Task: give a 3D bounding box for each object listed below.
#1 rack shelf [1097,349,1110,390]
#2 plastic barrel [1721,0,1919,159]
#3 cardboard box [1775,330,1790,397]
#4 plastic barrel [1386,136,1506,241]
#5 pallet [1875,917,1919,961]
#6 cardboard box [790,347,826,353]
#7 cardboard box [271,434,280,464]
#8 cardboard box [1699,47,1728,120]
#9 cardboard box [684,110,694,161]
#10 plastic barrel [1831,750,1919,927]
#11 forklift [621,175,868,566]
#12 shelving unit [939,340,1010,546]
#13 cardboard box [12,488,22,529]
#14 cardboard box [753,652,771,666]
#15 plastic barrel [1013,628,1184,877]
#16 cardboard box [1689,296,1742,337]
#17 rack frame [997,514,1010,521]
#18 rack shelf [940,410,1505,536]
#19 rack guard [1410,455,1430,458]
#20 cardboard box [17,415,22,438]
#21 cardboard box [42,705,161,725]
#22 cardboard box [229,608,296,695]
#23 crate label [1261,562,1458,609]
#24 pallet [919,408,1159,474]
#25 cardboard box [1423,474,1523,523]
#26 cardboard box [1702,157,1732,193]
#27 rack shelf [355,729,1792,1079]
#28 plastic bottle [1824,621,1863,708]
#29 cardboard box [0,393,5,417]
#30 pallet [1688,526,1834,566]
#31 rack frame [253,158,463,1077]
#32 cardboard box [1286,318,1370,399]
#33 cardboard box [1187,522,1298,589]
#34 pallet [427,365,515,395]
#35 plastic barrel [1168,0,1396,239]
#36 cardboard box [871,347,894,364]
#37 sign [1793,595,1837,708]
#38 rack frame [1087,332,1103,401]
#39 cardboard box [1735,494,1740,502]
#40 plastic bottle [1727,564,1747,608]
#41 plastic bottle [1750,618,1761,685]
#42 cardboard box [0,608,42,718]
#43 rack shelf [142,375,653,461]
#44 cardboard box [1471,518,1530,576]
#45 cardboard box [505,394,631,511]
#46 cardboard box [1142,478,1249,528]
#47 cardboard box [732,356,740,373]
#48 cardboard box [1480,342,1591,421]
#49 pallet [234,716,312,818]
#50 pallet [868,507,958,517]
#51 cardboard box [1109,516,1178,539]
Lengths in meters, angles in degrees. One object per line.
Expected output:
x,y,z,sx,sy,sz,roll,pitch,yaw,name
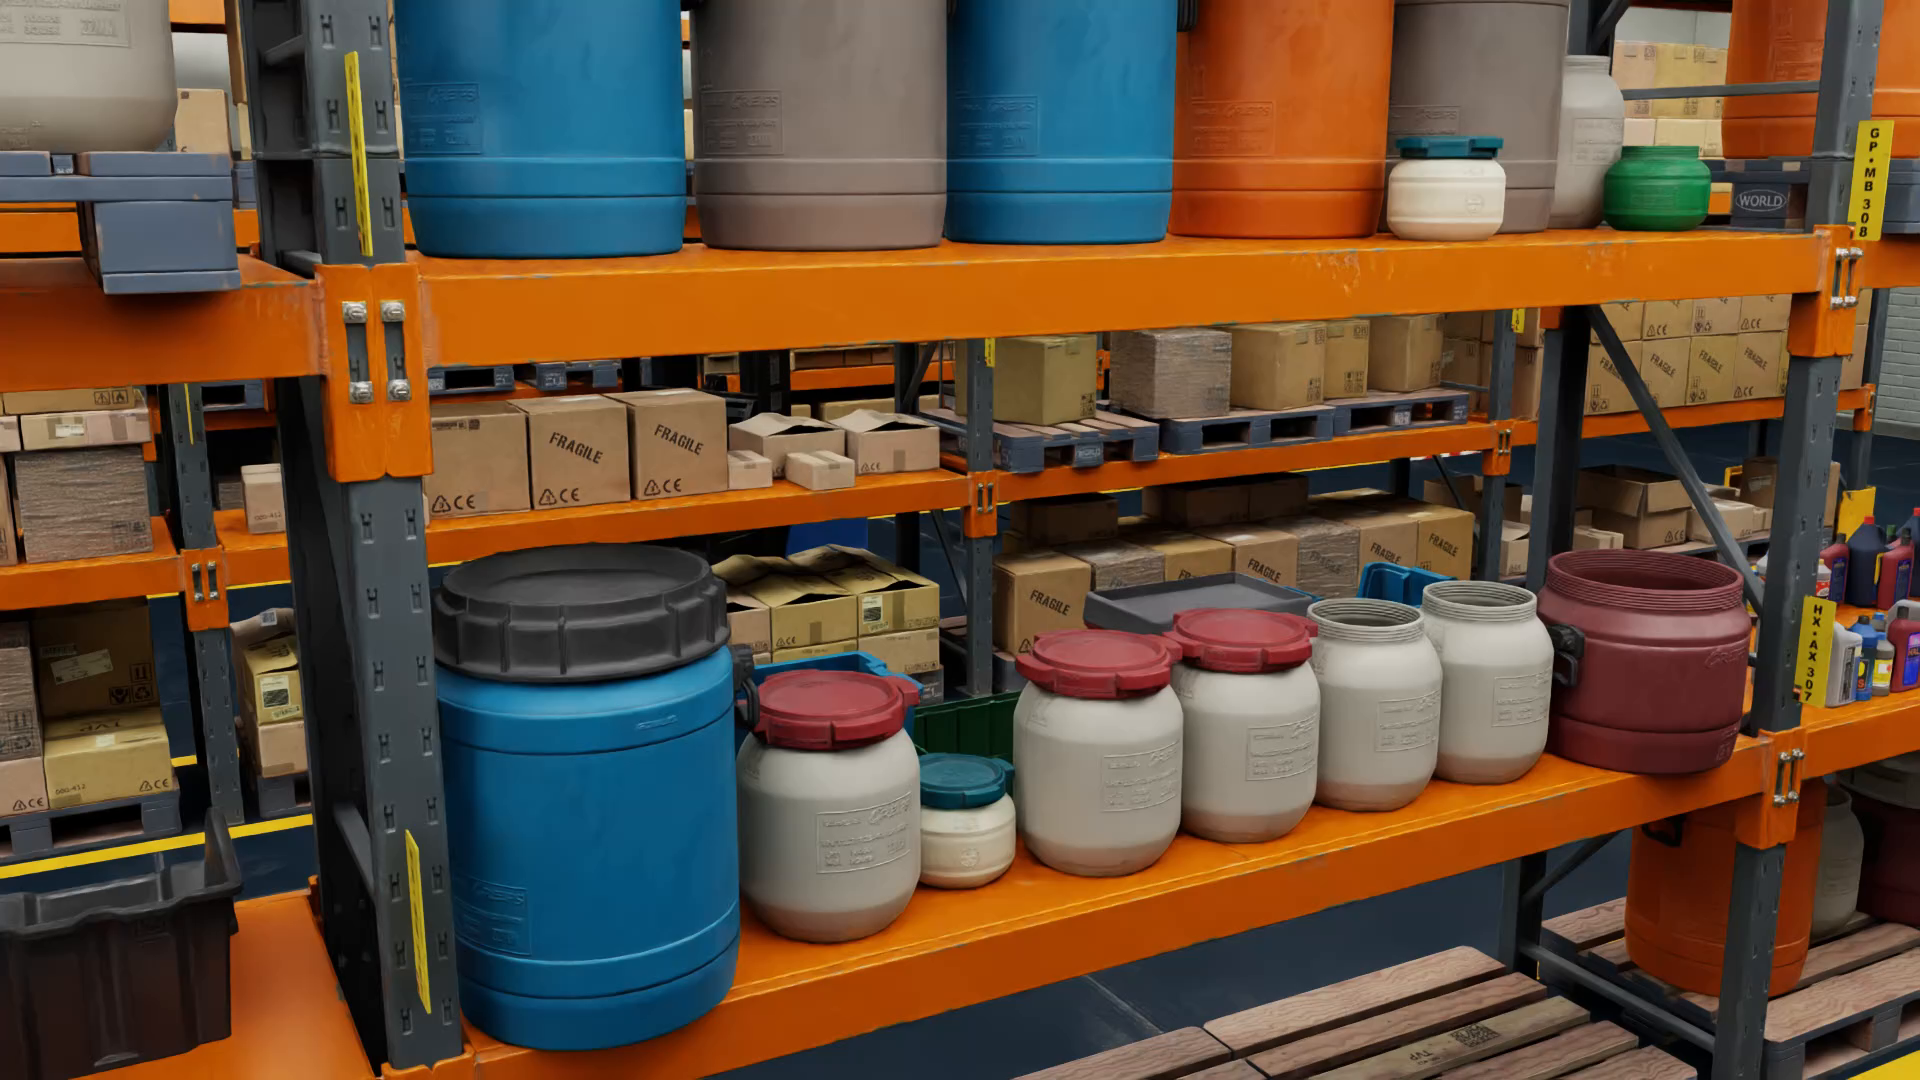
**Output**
2.785,-1.884,16.787,4.000,0.370,1.077,-7,14,-28,rack shelf
2.765,-1.631,5.260,0.708,0.830,0.600,-7,14,-28,plastic barrel
6.200,-1.385,12.704,0.500,0.500,0.500,-7,14,-27,cardboard box
1.261,-0.912,4.311,0.301,0.262,0.301,0,13,0,plastic barrel
4.007,1.448,6.696,1.213,0.211,1.003,-7,14,-28,pallet
-1.469,-1.862,14.102,0.500,0.500,0.500,-6,14,-26,cardboard box
-4.970,-0.671,12.744,0.500,0.250,0.500,-7,15,-29,cardboard box
5.123,-3.290,12.058,0.500,0.500,0.700,-7,14,-28,cardboard box
-1.435,-2.069,8.526,0.500,0.250,0.500,-7,15,-29,cardboard box
3.678,1.104,6.409,0.708,0.588,0.600,-7,14,-28,plastic barrel
-1.780,-0.735,10.200,1.130,2.935,3.031,7,14,29,forklift
0.145,-1.042,13.456,0.503,2.100,0.431,-7,14,-28,shelving unit
-6.885,-0.061,11.740,0.500,0.500,0.500,-8,15,-32,cardboard box
-1.344,0.697,8.988,0.500,0.250,0.500,-6,14,-27,cardboard box
0.343,0.524,4.137,0.433,0.535,0.433,0,13,0,plastic barrel
5.311,-1.765,12.115,0.500,0.500,0.500,-6,14,-26,cardboard box
0.359,-1.067,13.570,0.015,2.100,0.400,-7,14,-28,rack frame
1.650,-0.509,10.677,4.000,0.370,1.077,-7,14,-28,rack shelf
4.561,-1.228,17.929,0.348,0.500,1.175,-7,14,-28,rack guard
-4.391,-0.549,7.512,0.250,0.149,0.380,-7,15,-29,cardboard box
-4.168,0.898,8.092,0.500,0.250,0.500,-7,14,-28,cardboard box
-3.398,0.536,8.422,0.500,0.311,0.500,-7,14,-28,cardboard box
1.263,0.341,5.183,0.616,0.435,0.502,-7,14,-28,crate label
0.456,-0.641,10.061,1.003,0.211,1.213,-7,14,-28,pallet
3.770,-0.180,12.268,0.500,0.500,0.500,-7,14,-28,cardboard box
5.269,-2.621,11.935,0.500,0.250,0.500,-7,14,-28,cardboard box
0.510,0.867,4.564,4.000,0.370,1.077,-7,14,-28,rack shelf
2.800,0.383,5.359,0.135,0.276,0.152,-7,14,-28,plastic bottle
-4.445,-0.809,7.190,0.500,0.500,0.700,-7,14,-28,cardboard box
6.151,-0.038,13.300,1.213,0.211,1.003,-7,14,-28,pallet
-1.246,0.726,3.550,0.127,3.000,1.000,-7,14,-28,rack frame
2.310,-1.233,11.070,0.500,0.500,0.700,-4,13,-19,cardboard box
1.786,0.199,10.585,0.500,0.500,0.500,-7,15,-30,cardboard box
-4.200,-1.294,12.964,1.213,0.211,1.003,-7,14,-28,pallet
0.866,-1.254,4.539,0.708,0.830,0.600,-7,14,-28,plastic barrel
-0.741,-1.644,14.611,0.250,0.149,0.380,-7,14,-28,cardboard box
2.535,0.331,4.934,0.005,0.325,0.100,-7,14,-28,sign
1.029,-2.024,15.773,0.127,3.000,1.000,-7,14,-28,rack frame
6.165,-0.319,13.647,0.250,0.166,0.380,-7,14,-28,cardboard box
2.899,0.190,6.225,0.097,0.271,0.097,0,13,0,plastic bottle
2.727,0.354,5.489,0.135,0.276,0.152,-7,14,-28,plastic bottle
-4.608,0.585,7.778,0.500,0.500,0.500,-7,14,-28,cardboard box
-4.237,-1.042,13.047,4.000,0.370,1.077,-7,14,-28,rack shelf
3.878,0.024,11.791,0.500,0.311,0.500,-7,14,-28,cardboard box
-2.032,-0.463,8.608,0.500,0.500,0.500,-7,14,-28,cardboard box
1.547,-0.269,10.957,0.500,0.250,0.500,-7,15,-29,cardboard box
-1.857,-1.506,13.994,0.250,0.149,0.380,-7,14,-27,cardboard box
3.984,-1.120,11.527,0.500,0.500,0.500,-6,14,-26,cardboard box
-2.988,1.047,8.477,1.213,0.211,1.003,-7,14,-28,pallet
-0.684,-0.439,15.080,1.213,0.211,1.003,-7,14,-28,pallet
1.058,0.157,10.769,0.500,0.500,0.500,-7,15,-30,cardboard box
